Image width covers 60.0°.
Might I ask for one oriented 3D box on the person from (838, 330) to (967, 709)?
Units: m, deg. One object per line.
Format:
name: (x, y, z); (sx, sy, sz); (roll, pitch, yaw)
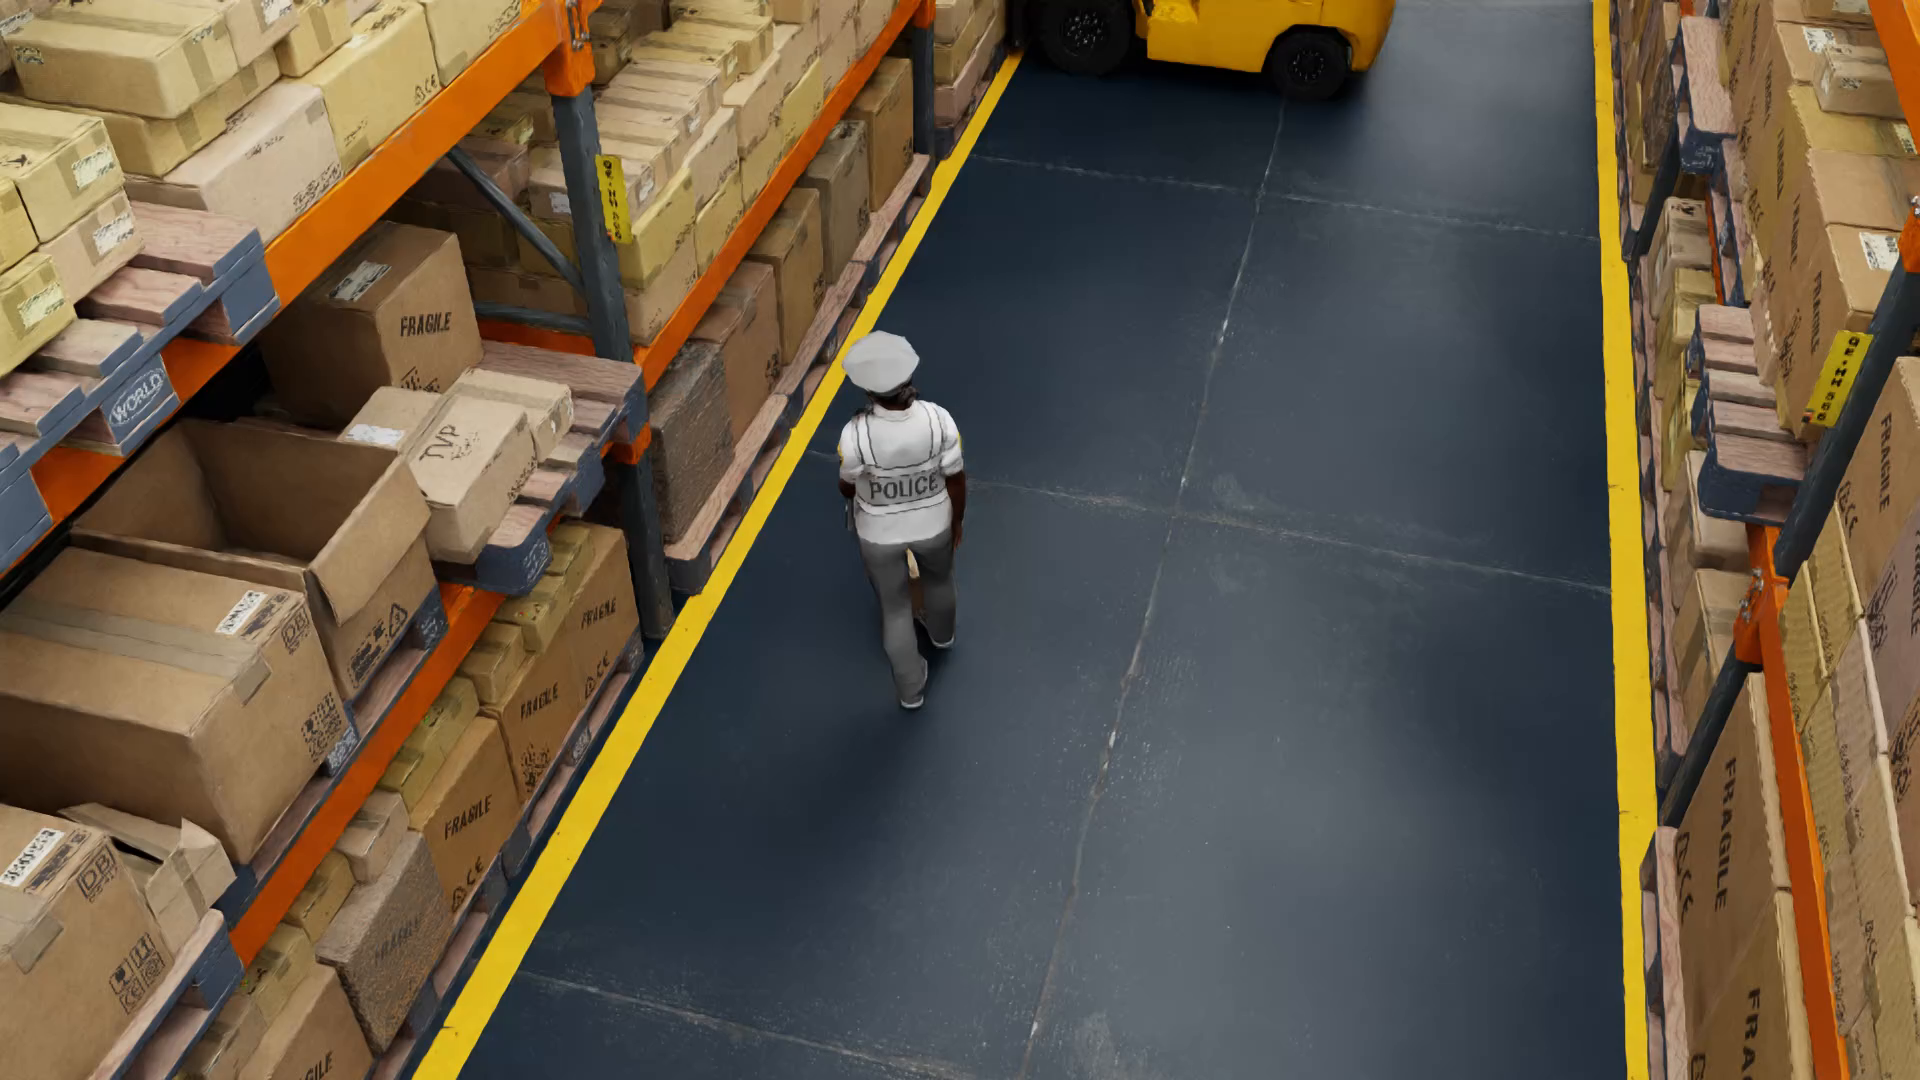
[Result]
person: (-0.240, -0.128, 6.297); (0.468, 1.662, 0.584); (-9, 42, -10)
